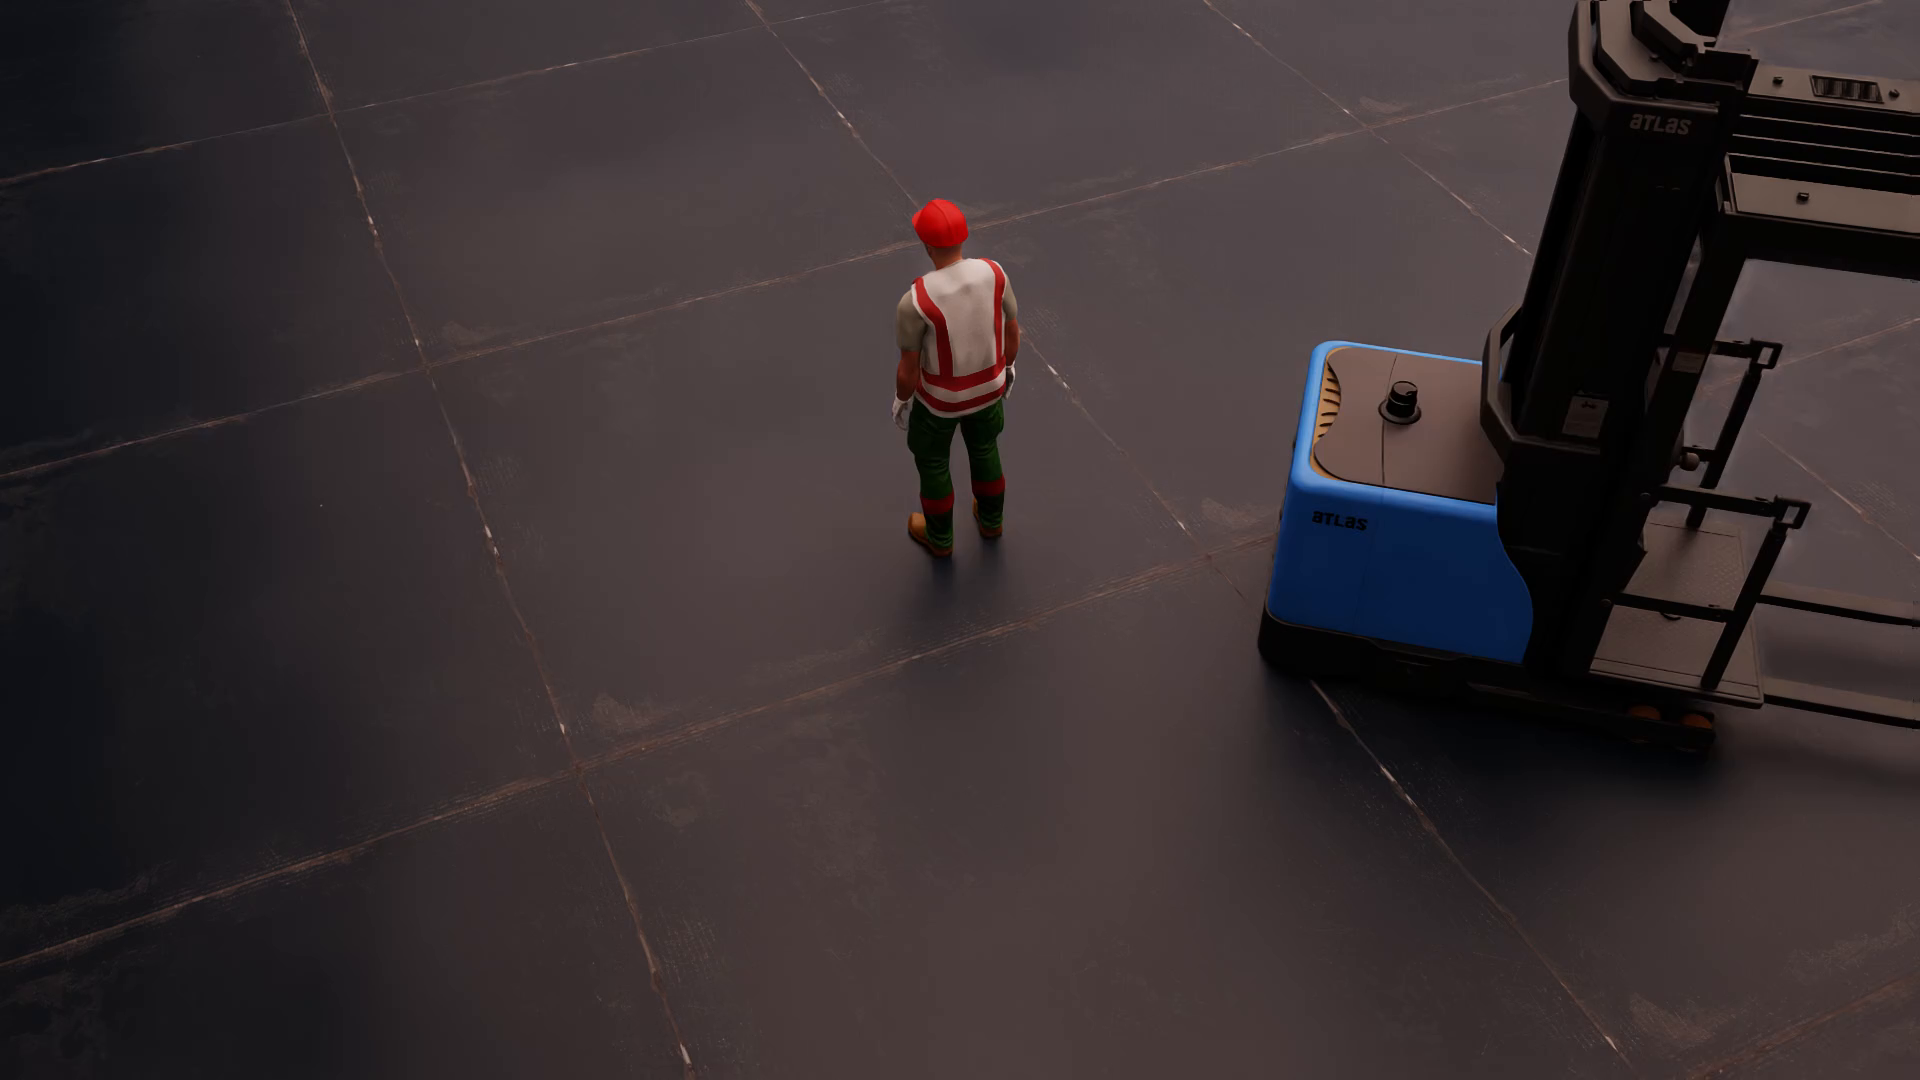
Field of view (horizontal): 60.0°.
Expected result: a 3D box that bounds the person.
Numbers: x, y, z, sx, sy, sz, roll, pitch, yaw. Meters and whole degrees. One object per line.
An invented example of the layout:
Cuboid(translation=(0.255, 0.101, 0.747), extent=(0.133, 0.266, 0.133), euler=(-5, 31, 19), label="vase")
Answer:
Cuboid(translation=(-0.026, -0.674, 7.250), extent=(0.608, 1.778, 0.450), euler=(-19, 46, -19), label="person")

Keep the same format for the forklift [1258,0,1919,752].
Cuboid(translation=(2.870, -0.596, 6.319), extent=(3.031, 2.935, 1.130), euler=(10, 44, 10), label="forklift")
